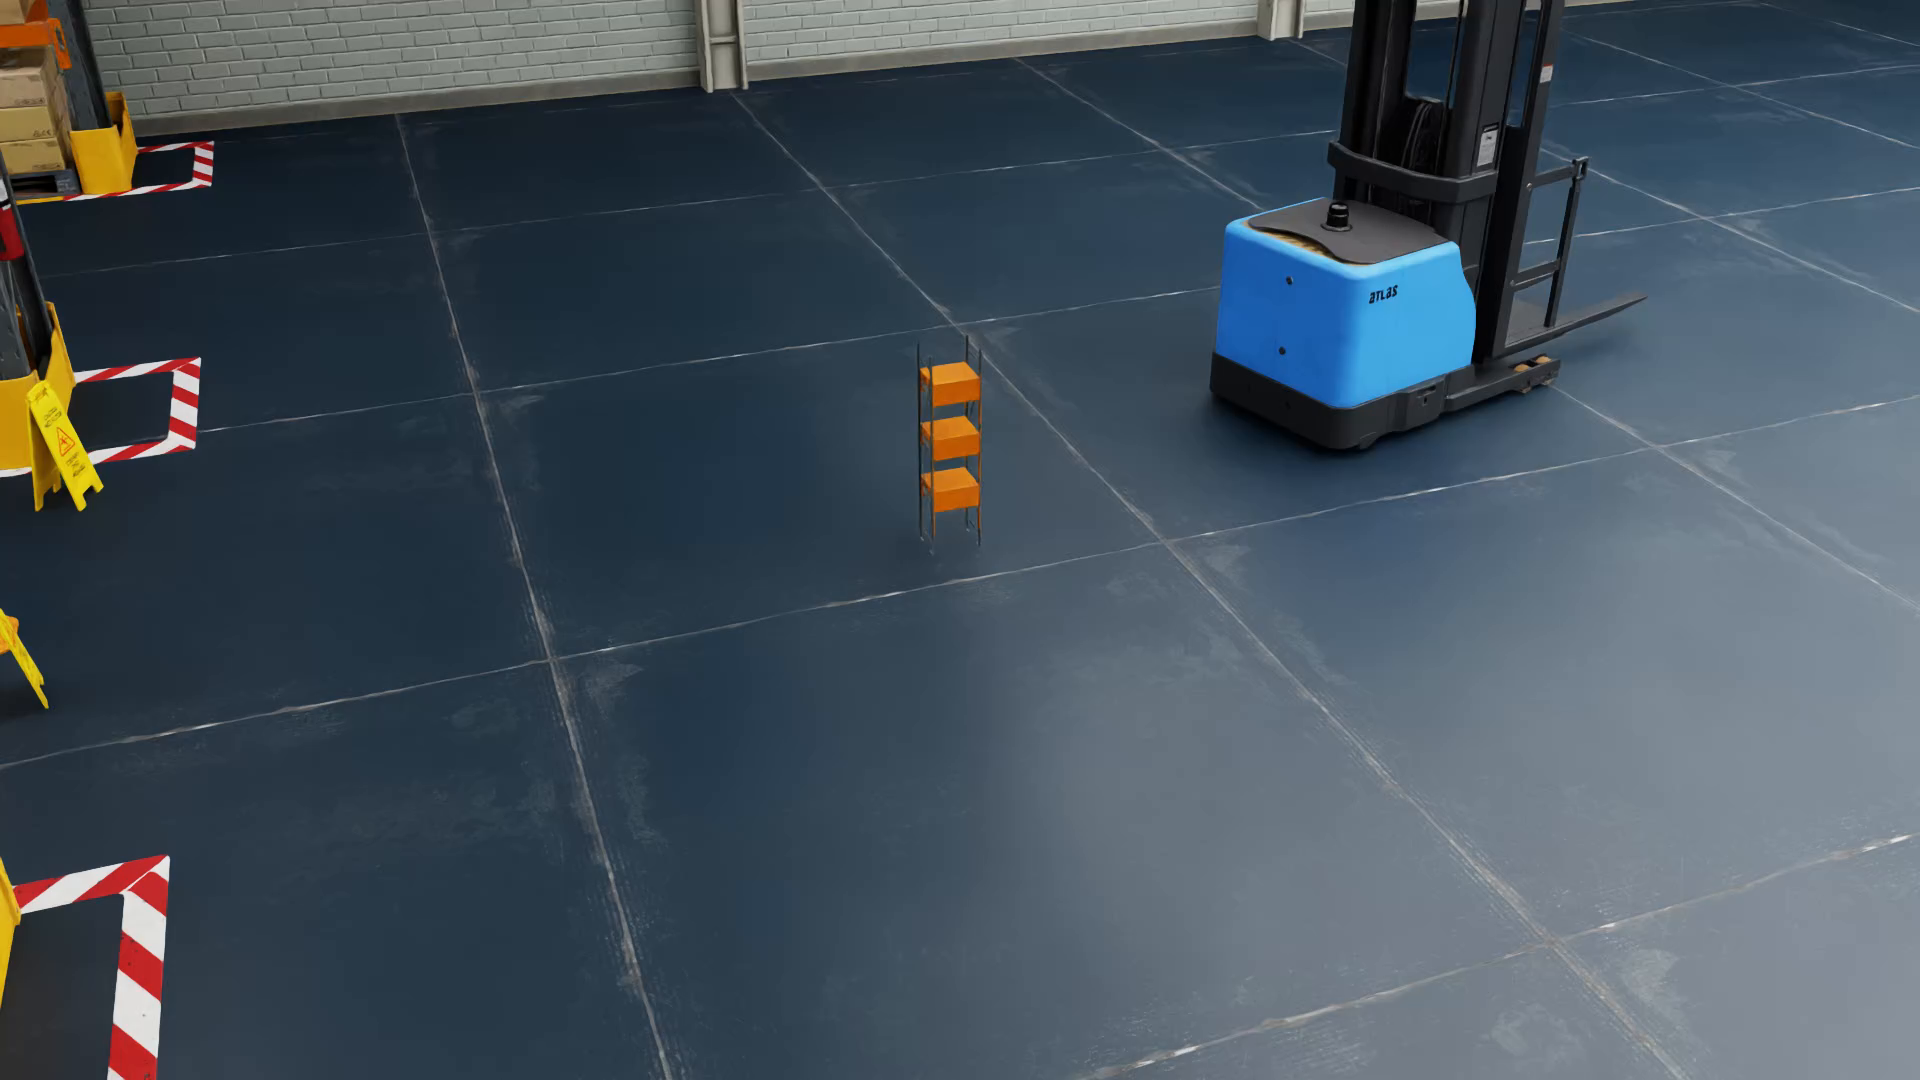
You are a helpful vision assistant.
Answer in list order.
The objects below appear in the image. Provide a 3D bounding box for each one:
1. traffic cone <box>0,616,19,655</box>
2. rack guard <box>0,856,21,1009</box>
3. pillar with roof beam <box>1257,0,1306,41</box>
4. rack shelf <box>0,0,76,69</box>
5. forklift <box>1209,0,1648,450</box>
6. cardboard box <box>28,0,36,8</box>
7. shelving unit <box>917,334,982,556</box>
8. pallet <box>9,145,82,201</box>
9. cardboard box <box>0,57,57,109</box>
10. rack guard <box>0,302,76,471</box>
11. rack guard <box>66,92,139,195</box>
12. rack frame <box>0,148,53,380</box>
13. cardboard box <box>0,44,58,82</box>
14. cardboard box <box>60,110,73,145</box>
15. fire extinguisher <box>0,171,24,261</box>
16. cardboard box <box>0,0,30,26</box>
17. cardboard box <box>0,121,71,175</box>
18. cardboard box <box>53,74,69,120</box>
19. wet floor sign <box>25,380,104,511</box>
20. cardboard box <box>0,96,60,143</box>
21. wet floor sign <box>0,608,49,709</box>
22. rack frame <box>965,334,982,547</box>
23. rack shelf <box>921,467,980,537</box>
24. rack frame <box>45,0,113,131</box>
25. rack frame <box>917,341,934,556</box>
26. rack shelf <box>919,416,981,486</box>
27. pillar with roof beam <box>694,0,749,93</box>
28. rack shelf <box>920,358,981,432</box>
[{"bbox_3d":[-4.411,0.254,7.337,0.334,0.463,0.336,-10,31,-18],"label":"traffic cone"},{"bbox_3d":[-3.321,1.383,5.317,0.348,0.500,1.175,-10,31,-18],"label":"rack guard"},{"bbox_3d":[4.883,-7.259,11.900,0.400,9.000,9.100,-10,31,-18],"label":"pillar with roof beam"},{"bbox_3d":[-8.773,-3.622,12.304,4.000,0.370,1.077,-10,31,-18],"label":"rack shelf"},{"bbox_3d":[2.939,-2.329,9.377,3.031,2.935,1.130,-20,35,-31],"label":"forklift"},{"bbox_3d":[-7.459,-4.367,12.783,0.500,0.500,0.500,-9,31,-16],"label":"cardboard box"},{"bbox_3d":[-0.050,-0.447,7.974,0.252,1.050,0.215,-10,31,-18],"label":"shelving unit"},{"bbox_3d":[-7.600,-2.917,13.157,1.213,0.211,1.003,-10,31,-18],"label":"pallet"},{"bbox_3d":[-7.221,-3.478,12.668,0.500,0.250,0.500,-9,31,-16],"label":"cardboard box"},{"bbox_3d":[-5.235,-0.878,9.287,0.348,0.500,1.175,-10,31,-18],"label":"rack guard"},{"bbox_3d":[-6.876,-3.198,13.358,0.348,0.500,1.175,-10,31,-18],"label":"rack guard"},{"bbox_3d":[-5.164,-1.978,8.691,0.127,3.000,1.000,-10,31,-18],"label":"rack frame"},{"bbox_3d":[-7.415,-3.707,13.070,0.500,0.250,0.500,-11,31,-18],"label":"cardboard box"},{"bbox_3d":[-7.427,-3.274,13.319,0.500,0.250,0.500,-10,31,-17],"label":"cardboard box"},{"bbox_3d":[-4.896,-1.750,8.370,0.183,0.674,0.296,-10,31,-18],"label":"fire extinguisher"},{"bbox_3d":[-7.268,-4.117,12.344,0.500,0.500,0.500,-11,32,-19],"label":"cardboard box"},{"bbox_3d":[-7.229,-3.040,12.909,0.500,0.250,0.500,-10,31,-17],"label":"cardboard box"},{"bbox_3d":[-7.411,-3.500,13.212,0.500,0.250,0.500,-10,31,-17],"label":"cardboard box"},{"bbox_3d":[-4.613,-0.491,8.460,0.232,0.644,0.267,0,30,0],"label":"wet floor sign"},{"bbox_3d":[-7.245,-3.256,12.783,0.500,0.250,0.500,-11,31,-18],"label":"cardboard box"},{"bbox_3d":[-4.007,0.401,6.895,0.232,0.644,0.267,-16,33,-26],"label":"wet floor sign"},{"bbox_3d":[0.064,-0.468,8.011,0.008,1.050,0.200,-10,31,-18],"label":"rack frame"},{"bbox_3d":[-0.050,-0.196,8.117,0.240,0.259,0.215,-10,31,-18],"label":"rack shelf"},{"bbox_3d":[-6.898,-4.280,12.732,0.127,3.000,1.000,-10,31,-18],"label":"rack frame"},{"bbox_3d":[-0.164,-0.426,7.937,0.008,1.050,0.200,-10,31,-18],"label":"rack frame"},{"bbox_3d":[-0.050,-0.438,7.979,0.240,0.259,0.215,-10,31,-18],"label":"rack shelf"},{"bbox_3d":[-0.741,-6.223,10.082,0.400,9.000,9.100,-10,31,-18],"label":"pillar with roof beam"},{"bbox_3d":[-0.050,-0.684,7.839,0.240,0.259,0.215,-10,31,-18],"label":"rack shelf"}]
